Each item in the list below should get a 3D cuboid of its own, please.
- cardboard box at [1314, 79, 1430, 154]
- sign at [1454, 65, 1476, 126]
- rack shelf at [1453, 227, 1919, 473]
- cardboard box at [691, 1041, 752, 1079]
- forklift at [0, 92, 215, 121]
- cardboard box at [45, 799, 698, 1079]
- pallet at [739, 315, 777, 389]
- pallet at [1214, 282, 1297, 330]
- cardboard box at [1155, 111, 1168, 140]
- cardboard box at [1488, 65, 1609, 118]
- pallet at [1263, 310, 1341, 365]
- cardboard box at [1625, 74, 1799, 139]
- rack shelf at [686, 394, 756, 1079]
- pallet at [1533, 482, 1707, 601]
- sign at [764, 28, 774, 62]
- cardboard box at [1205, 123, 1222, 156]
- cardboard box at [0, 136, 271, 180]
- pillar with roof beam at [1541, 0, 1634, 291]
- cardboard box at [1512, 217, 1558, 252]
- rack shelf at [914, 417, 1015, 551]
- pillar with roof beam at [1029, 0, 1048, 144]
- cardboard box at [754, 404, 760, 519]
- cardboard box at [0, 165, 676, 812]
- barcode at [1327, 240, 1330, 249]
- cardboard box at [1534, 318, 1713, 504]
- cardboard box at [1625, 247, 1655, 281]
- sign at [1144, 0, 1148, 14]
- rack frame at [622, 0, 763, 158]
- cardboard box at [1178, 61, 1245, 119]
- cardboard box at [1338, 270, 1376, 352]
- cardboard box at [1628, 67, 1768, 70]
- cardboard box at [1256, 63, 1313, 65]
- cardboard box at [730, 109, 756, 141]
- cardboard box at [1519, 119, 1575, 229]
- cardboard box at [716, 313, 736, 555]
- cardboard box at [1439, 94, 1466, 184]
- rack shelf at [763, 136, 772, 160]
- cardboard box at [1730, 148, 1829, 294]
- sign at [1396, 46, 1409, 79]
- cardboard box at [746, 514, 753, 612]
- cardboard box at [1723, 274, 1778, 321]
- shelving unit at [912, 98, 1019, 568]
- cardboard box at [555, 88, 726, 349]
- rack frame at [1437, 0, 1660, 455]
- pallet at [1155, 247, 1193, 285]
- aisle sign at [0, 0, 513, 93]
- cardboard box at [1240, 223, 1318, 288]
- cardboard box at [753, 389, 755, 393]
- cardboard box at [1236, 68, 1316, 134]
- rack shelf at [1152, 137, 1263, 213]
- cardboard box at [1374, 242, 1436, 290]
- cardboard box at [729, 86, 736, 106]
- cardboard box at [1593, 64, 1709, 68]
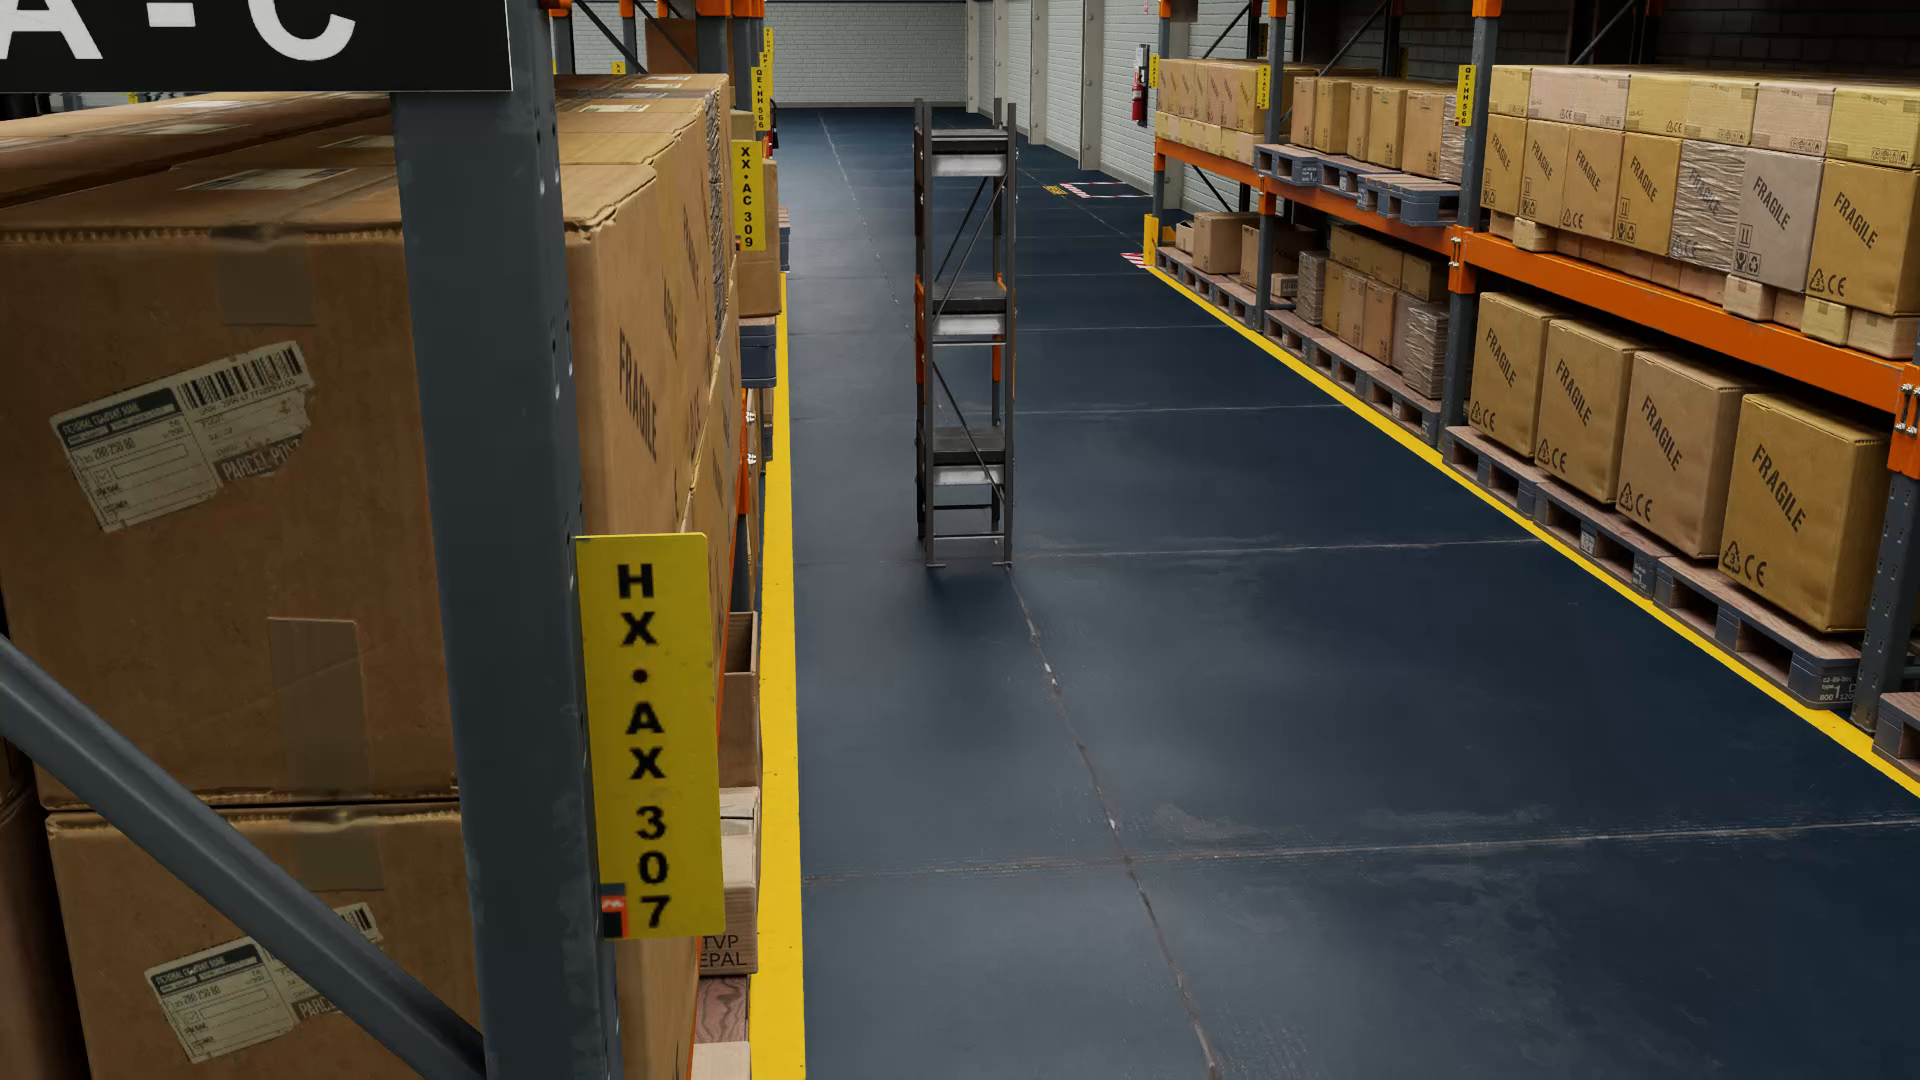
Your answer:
[{"bbox_3d":[2.986,-3.086,12.097,0.700,0.500,0.500,0,17,0],"label":"cardboard box"},{"bbox_3d":[2.791,-2.451,9.175,0.100,0.325,0.005,-2,18,-6],"label":"sign"},{"bbox_3d":[3.536,-1.017,7.609,1.077,0.370,4.000,-2,18,-6],"label":"rack shelf"},{"bbox_3d":[-0.649,1.215,3.155,0.500,0.250,0.500,-2,18,-6],"label":"cardboard box"},{"bbox_3d":[-3.003,-1.015,6.517,1.130,2.935,3.031,-2,18,-6],"label":"forklift"},{"bbox_3d":[-0.555,0.394,1.748,0.500,0.500,0.500,-1,17,-4],"label":"cardboard box"},{"bbox_3d":[-1.158,-0.760,5.910,1.003,0.211,1.213,-2,18,-6],"label":"pallet"},{"bbox_3d":[2.813,-2.016,14.247,1.003,0.211,1.213,-2,18,-6],"label":"pallet"},{"bbox_3d":[2.239,-4.122,16.516,0.500,0.250,0.500,-2,18,-7],"label":"cardboard box"},{"bbox_3d":[3.123,-2.361,8.741,0.500,0.250,0.500,-1,17,-4],"label":"cardboard box"},{"bbox_3d":[2.999,-1.585,12.874,1.003,0.211,1.213,-2,18,-6],"label":"pallet"},{"bbox_3d":[3.291,-1.909,7.300,0.500,0.250,0.500,-2,18,-7],"label":"cardboard box"},{"bbox_3d":[-0.978,0.329,3.322,1.077,0.370,4.000,-2,18,-6],"label":"rack shelf"},{"bbox_3d":[3.459,-0.026,7.906,1.003,0.211,1.213,-2,18,-6],"label":"pallet"},{"bbox_3d":[-1.881,-4.863,16.332,0.100,0.325,0.005,-2,18,-6],"label":"sign"},{"bbox_3d":[2.457,-3.515,14.584,0.500,0.250,0.500,-2,18,-6],"label":"cardboard box"},{"bbox_3d":[-1.144,-0.218,2.026,0.500,0.500,0.500,-1,17,-4],"label":"cardboard box"},{"bbox_3d":[-0.226,-5.099,9.396,9.100,9.000,0.400,-2,18,-6],"label":"pillar with roof beam"},{"bbox_3d":[3.094,-1.583,8.598,0.380,0.149,0.250,-1,17,-4],"label":"cardboard box"},{"bbox_3d":[0.017,-0.272,7.919,0.431,0.518,0.480,-2,18,-6],"label":"rack shelf"},{"bbox_3d":[-2.701,-12.250,32.172,9.100,9.000,0.400,-2,18,-6],"label":"pillar with roof beam"},{"bbox_3d":[-1.214,-0.393,7.861,0.500,0.500,0.500,-2,18,-8],"label":"cardboard box"},{"bbox_3d":[-0.555,-0.083,1.599,0.500,0.500,0.500,-1,17,-4],"label":"cardboard box"},{"bbox_3d":[3.100,-2.486,13.992,0.001,0.075,0.075,-2,18,-6],"label":"barcode"},{"bbox_3d":[3.359,-0.646,8.116,0.750,0.750,0.750,-2,18,-6],"label":"cardboard box"},{"bbox_3d":[3.303,-1.284,7.644,0.380,0.149,0.250,-2,18,-5],"label":"cardboard box"},{"bbox_3d":[2.700,-7.794,24.125,0.001,0.298,0.199,-2,18,-6],"label":"sign"},{"bbox_3d":[-2.009,-2.994,12.704,1.000,3.000,0.127,-2,18,-6],"label":"rack frame"},{"bbox_3d":[2.343,-4.182,15.455,0.500,0.500,0.500,-2,18,-7],"label":"cardboard box"},{"bbox_3d":[3.126,-1.641,11.833,0.700,0.500,0.500,-2,17,-5],"label":"cardboard box"},{"bbox_3d":[3.685,-2.231,8.328,0.500,0.250,0.500,-2,18,-7],"label":"cardboard box"},{"bbox_3d":[2.917,-4.047,15.025,0.500,0.500,0.500,-2,17,-5],"label":"cardboard box"},{"bbox_3d":[-1.420,-1.866,8.244,0.700,0.500,0.500,-8,19,-24],"label":"cardboard box"},{"bbox_3d":[3.170,-1.846,8.353,0.500,0.500,0.500,-1,17,-4],"label":"cardboard box"},{"bbox_3d":[-0.768,-0.210,3.672,0.500,0.500,0.500,-1,17,-4],"label":"cardboard box"},{"bbox_3d":[3.272,-2.353,9.764,0.700,0.500,0.500,-4,18,-12],"label":"cardboard box"},{"bbox_3d":[-2.216,-3.246,14.710,1.077,0.370,4.000,-2,18,-6],"label":"rack shelf"},{"bbox_3d":[3.382,-1.245,6.437,0.500,0.500,0.500,-2,18,-5],"label":"cardboard box"},{"bbox_3d":[3.469,-3.718,13.080,0.100,0.325,0.005,-2,18,-6],"label":"sign"},{"bbox_3d":[-0.992,0.221,5.904,0.500,0.500,0.500,-3,18,-8],"label":"cardboard box"},{"bbox_3d":[3.309,-0.976,6.663,0.380,0.149,0.250,-2,18,-6],"label":"cardboard box"},{"bbox_3d":[0.017,-0.952,7.705,0.431,2.100,0.503,-2,18,-6],"label":"shelving unit"},{"bbox_3d":[-0.767,-0.689,3.529,0.500,0.500,0.500,-2,18,-5],"label":"cardboard box"},{"bbox_3d":[3.330,-1.956,9.399,1.000,3.000,0.127,-2,18,-6],"label":"rack frame"},{"bbox_3d":[2.561,-2.743,16.562,1.003,0.211,1.213,-2,18,-6],"label":"pallet"},{"bbox_3d":[-0.473,-0.647,0.891,0.394,0.787,0.004,-2,18,-6],"label":"aisle sign"},{"bbox_3d":[2.771,-2.473,14.485,0.500,0.500,0.500,-3,18,-10],"label":"cardboard box"},{"bbox_3d":[-1.257,-0.889,8.187,0.500,0.250,0.500,-1,17,-4],"label":"cardboard box"},{"bbox_3d":[2.561,-3.575,13.521,0.500,0.500,0.500,-2,18,-6],"label":"cardboard box"},{"bbox_3d":[2.711,-3.400,15.201,1.077,0.370,4.000,-2,18,-6],"label":"rack shelf"},{"bbox_3d":[3.149,-1.869,11.308,0.500,0.250,0.500,-2,18,-6],"label":"cardboard box"},{"bbox_3d":[-1.845,-3.437,12.866,0.380,0.149,0.250,-2,18,-6],"label":"cardboard box"},{"bbox_3d":[3.635,-2.386,8.820,0.500,0.250,0.500,-1,17,-4],"label":"cardboard box"}]
